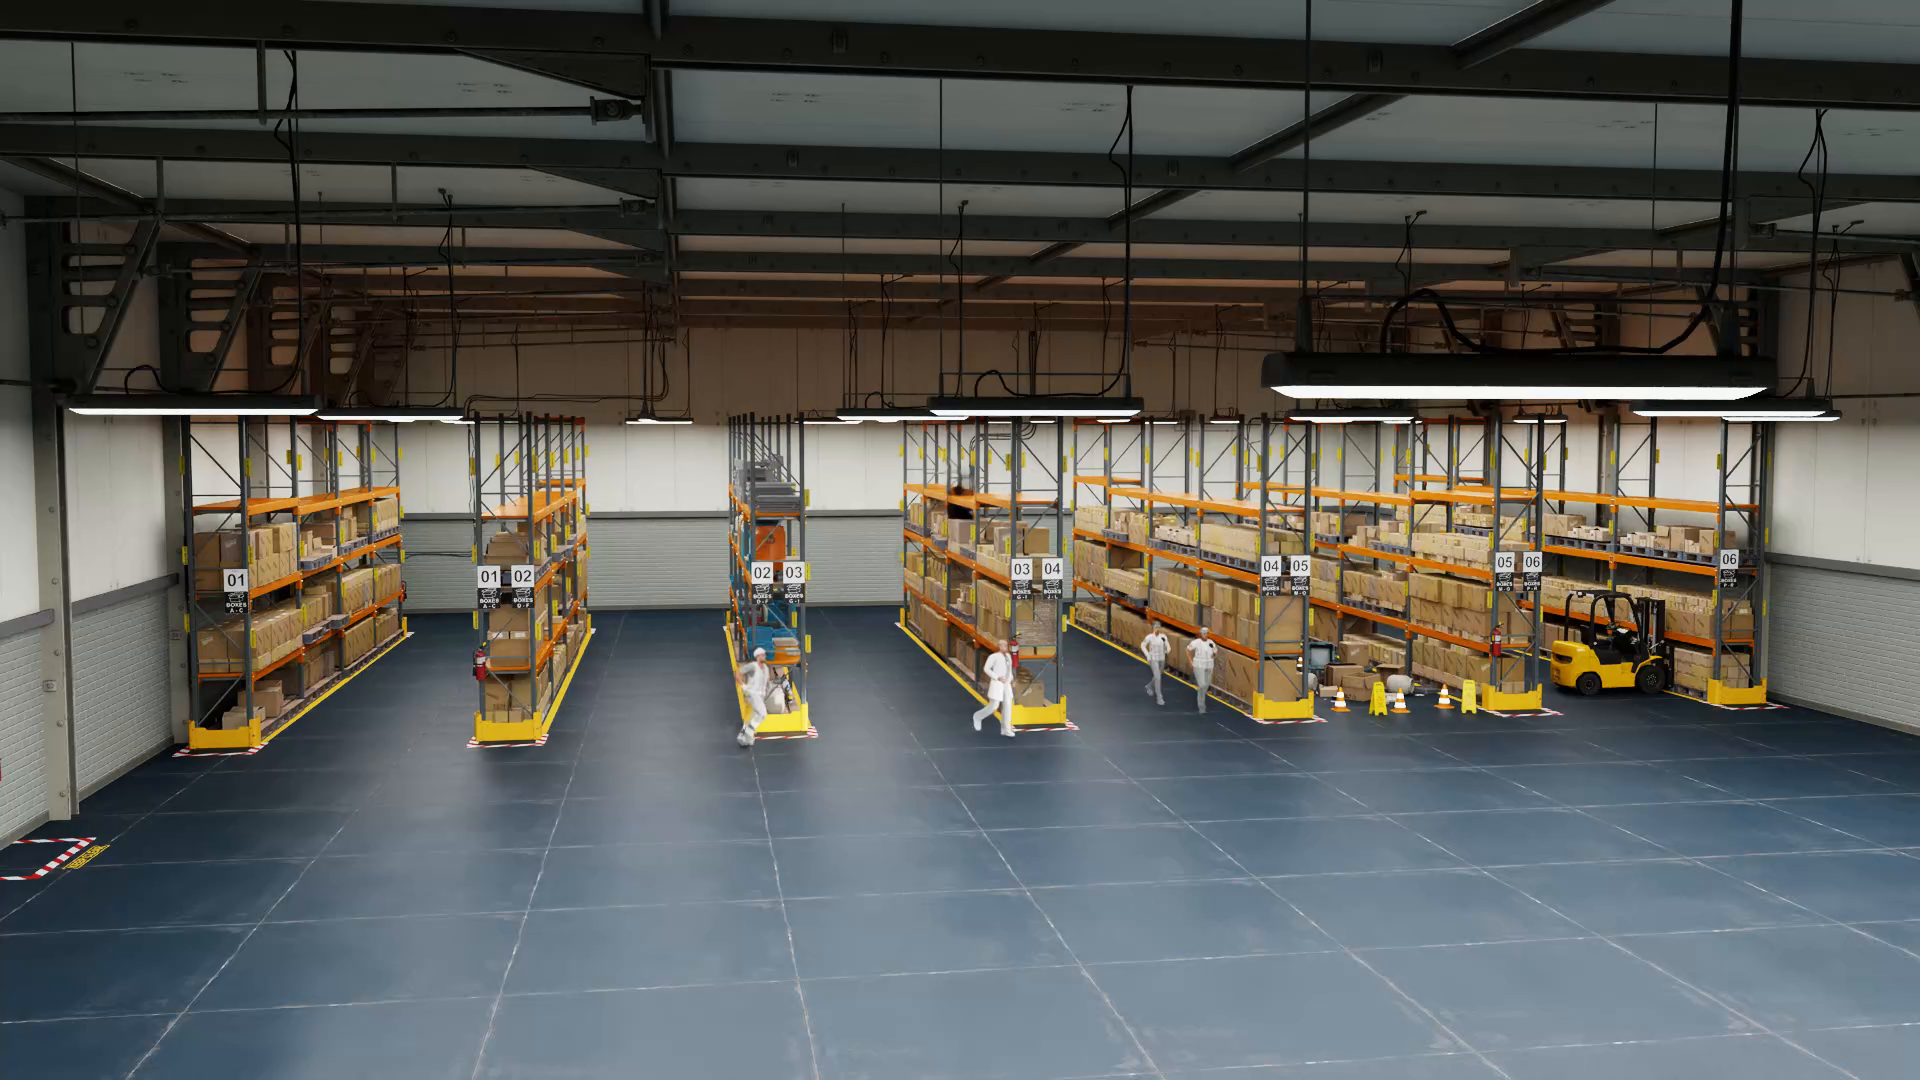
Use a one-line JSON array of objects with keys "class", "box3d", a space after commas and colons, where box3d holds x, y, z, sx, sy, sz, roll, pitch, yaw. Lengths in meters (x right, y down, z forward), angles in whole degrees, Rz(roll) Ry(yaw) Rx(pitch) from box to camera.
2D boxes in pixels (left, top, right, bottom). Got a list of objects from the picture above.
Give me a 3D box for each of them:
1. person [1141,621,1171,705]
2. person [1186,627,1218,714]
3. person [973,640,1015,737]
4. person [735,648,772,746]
[{"class": "person", "box3d": [4.048, 2.528, 34.609, 0.491, 1.710, 0.861, -1, 4, -17]}, {"class": "person", "box3d": [4.898, 2.619, 33.517, 0.581, 1.730, 0.770, -1, 4, -17]}, {"class": "person", "box3d": [0.778, 2.733, 30.987, 0.772, 1.733, 1.027, -4, 5, -43]}, {"class": "person", "box3d": [-3.650, 2.804, 29.912, 0.631, 1.727, 0.667, 2, 4, 27]}]
